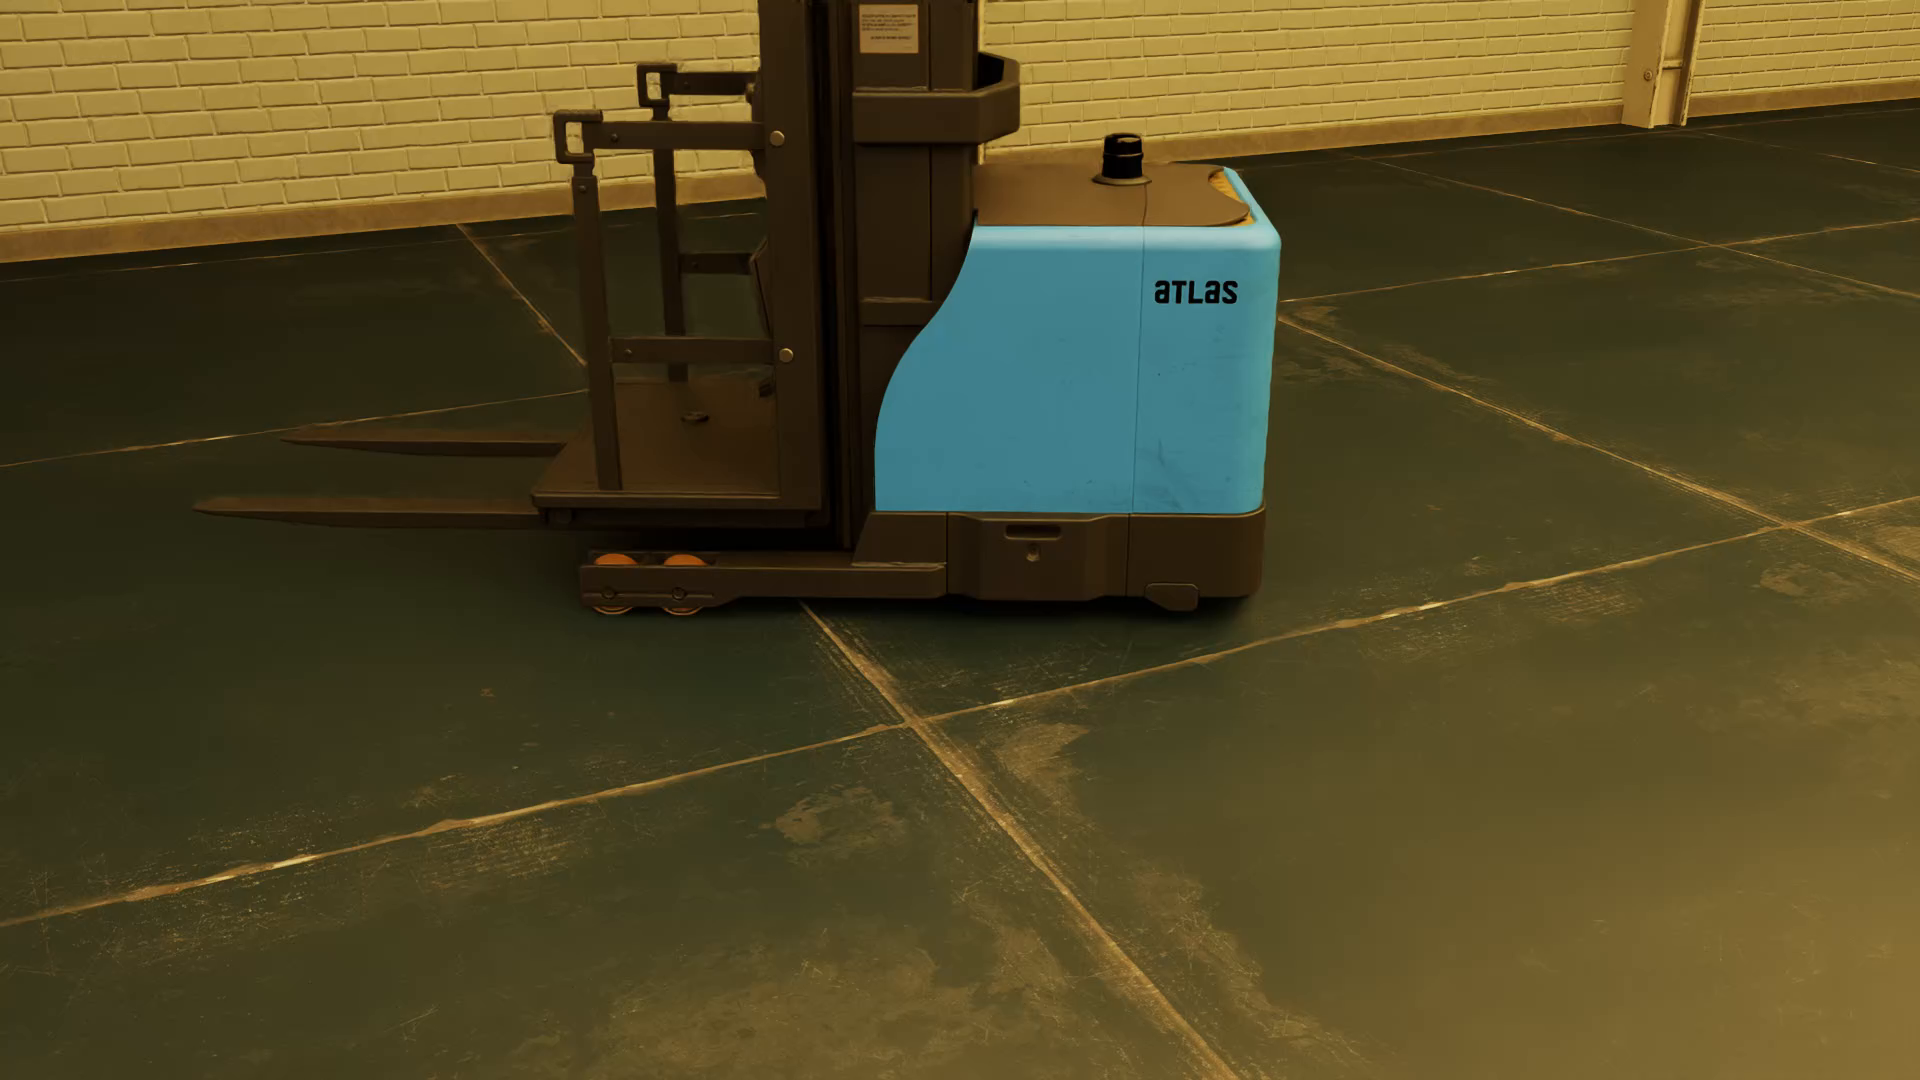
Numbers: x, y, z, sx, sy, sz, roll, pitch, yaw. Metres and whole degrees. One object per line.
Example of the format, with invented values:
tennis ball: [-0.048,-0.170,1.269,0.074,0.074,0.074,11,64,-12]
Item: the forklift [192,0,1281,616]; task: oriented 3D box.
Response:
forklift: [-0.666,-1.346,4.526,3.031,2.935,1.130,1,23,2]
